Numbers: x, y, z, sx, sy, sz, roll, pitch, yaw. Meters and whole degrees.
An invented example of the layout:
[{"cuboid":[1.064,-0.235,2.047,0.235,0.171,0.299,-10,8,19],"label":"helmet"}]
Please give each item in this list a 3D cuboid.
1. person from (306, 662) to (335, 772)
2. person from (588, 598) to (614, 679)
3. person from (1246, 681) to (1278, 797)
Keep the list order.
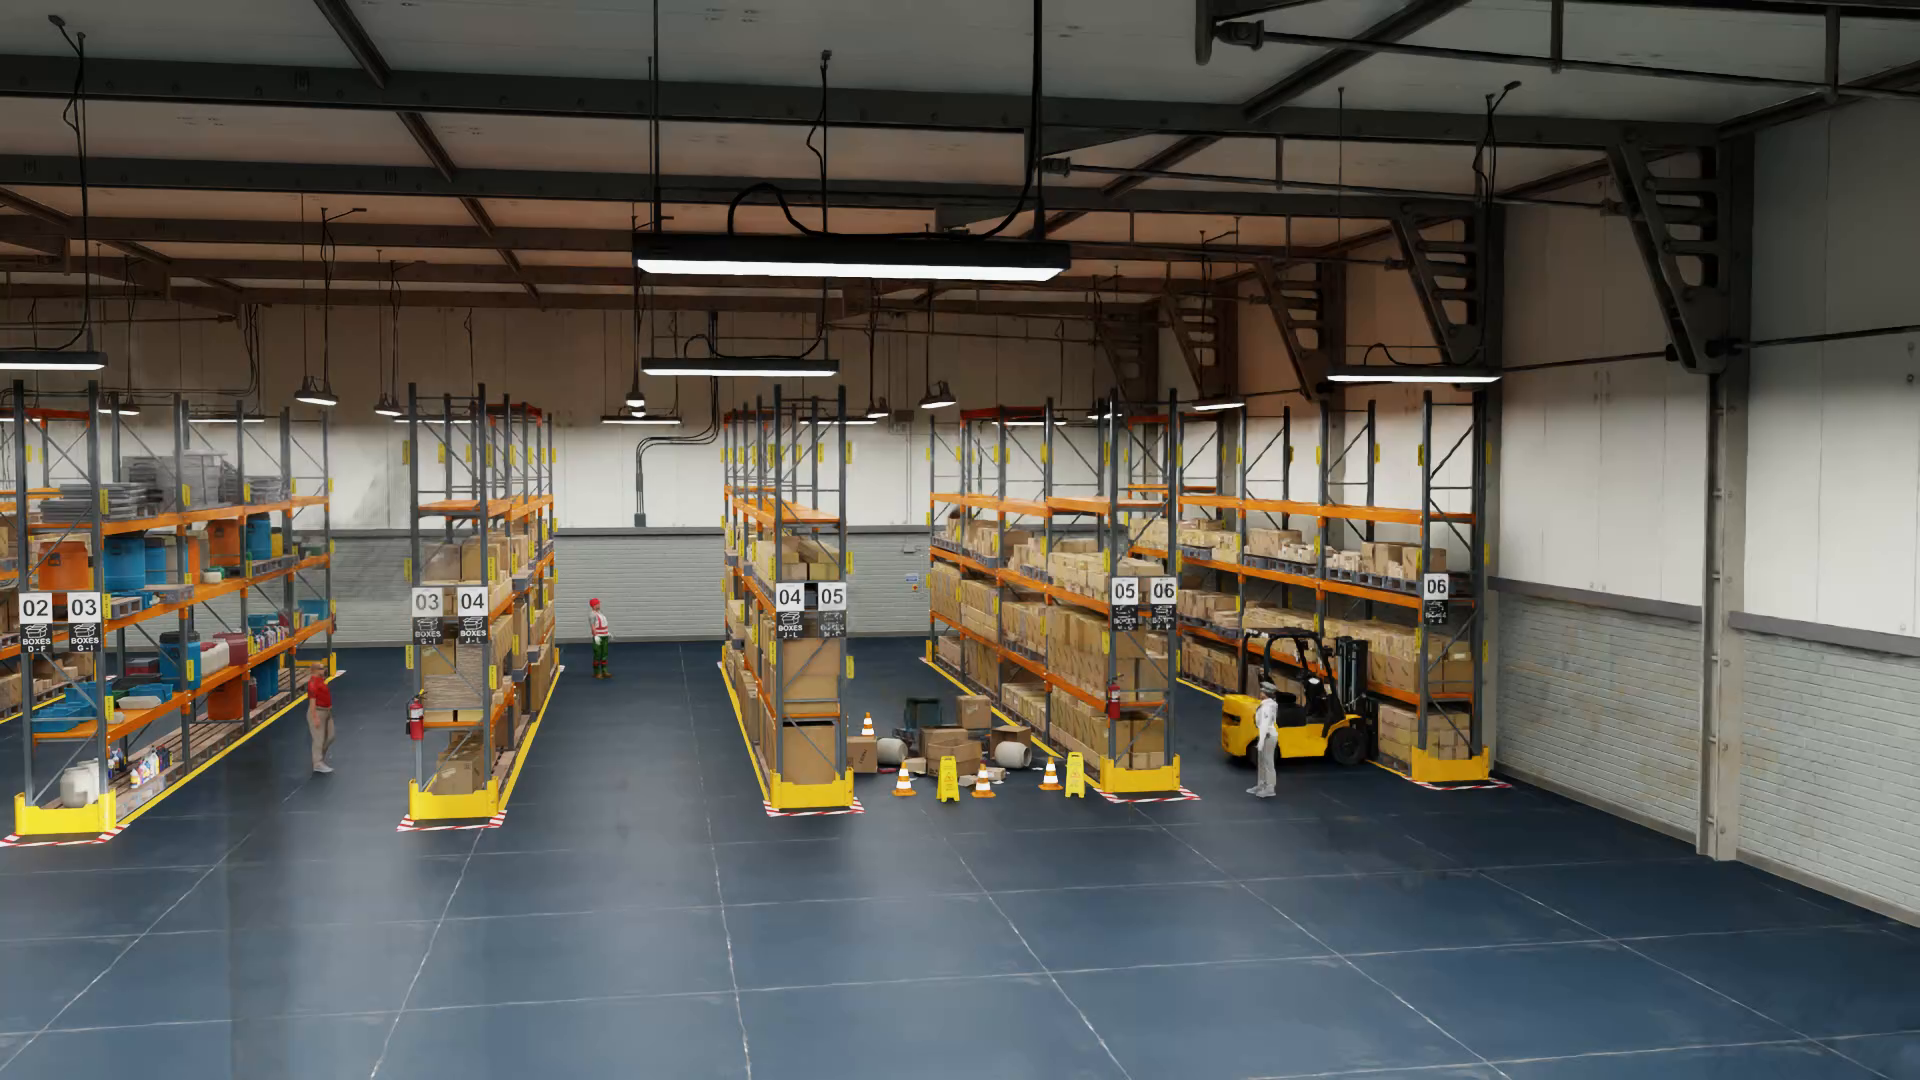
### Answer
[{"cuboid":[-10.182,2.816,26.448,0.513,1.753,0.609,0,3,2],"label":"person"},{"cuboid":[-8.125,2.214,37.672,0.514,1.804,0.604,2,3,28],"label":"person"},{"cuboid":[4.454,2.921,24.454,0.435,1.692,0.526,0,3,3],"label":"person"}]
